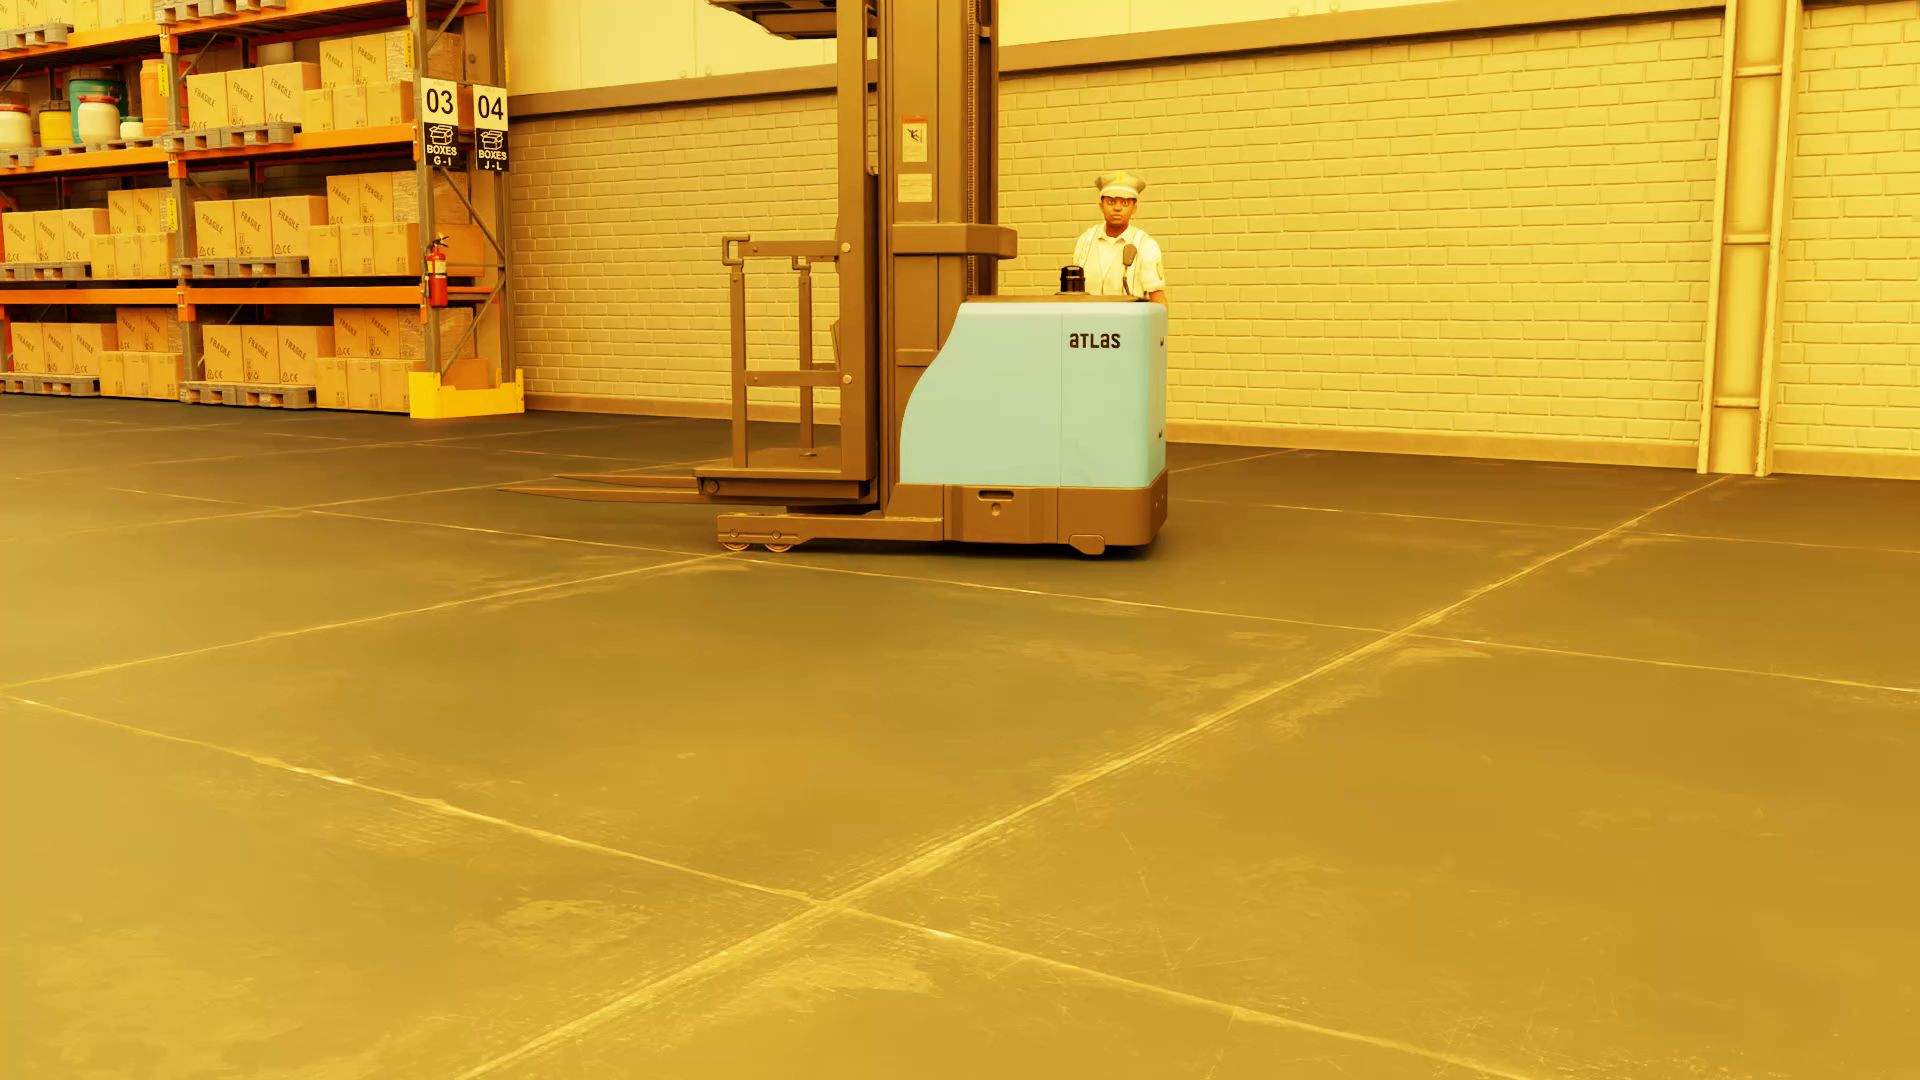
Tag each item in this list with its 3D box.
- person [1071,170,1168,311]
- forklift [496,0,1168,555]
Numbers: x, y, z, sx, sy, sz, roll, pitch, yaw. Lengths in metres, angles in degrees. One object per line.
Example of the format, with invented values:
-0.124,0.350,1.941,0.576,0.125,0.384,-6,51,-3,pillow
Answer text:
0.678,-0.908,7.957,0.572,1.682,0.567,3,9,19,person
-0.596,-1.469,7.520,3.031,2.935,1.130,2,8,12,forklift
